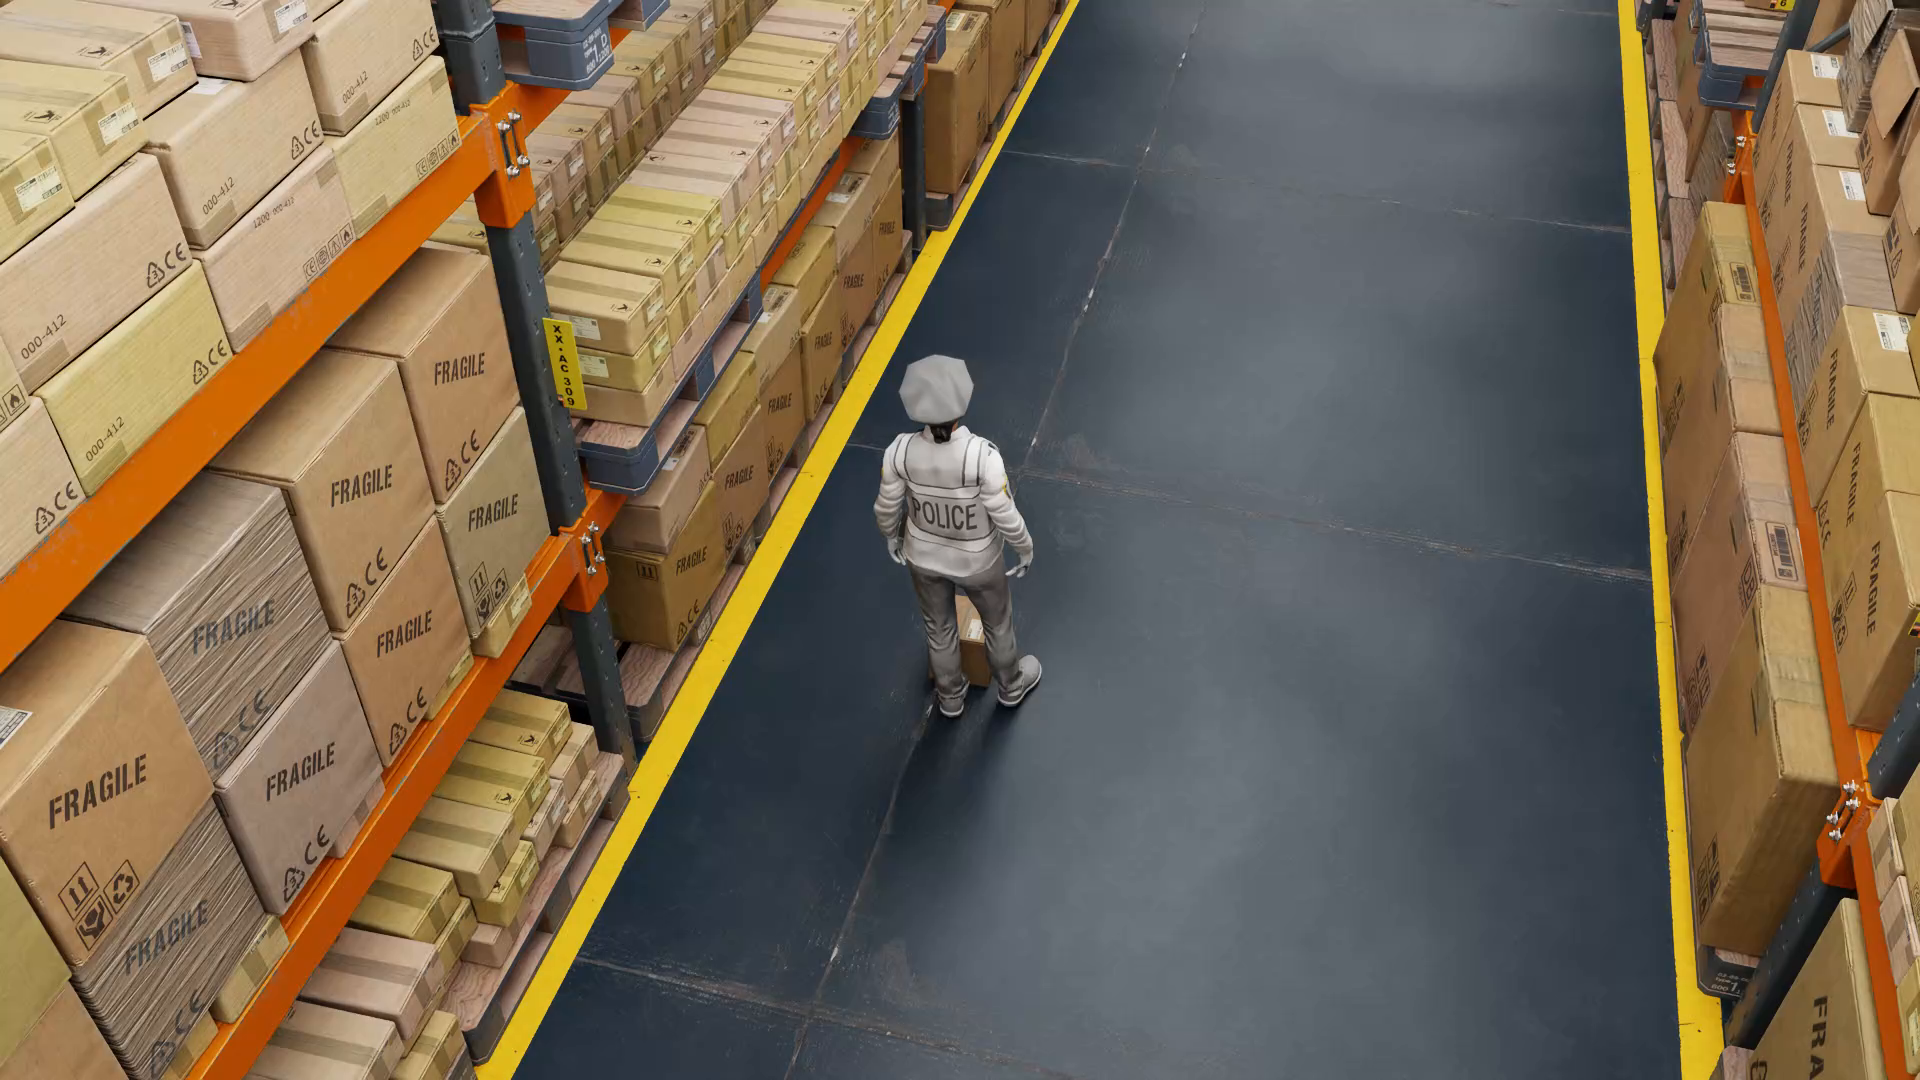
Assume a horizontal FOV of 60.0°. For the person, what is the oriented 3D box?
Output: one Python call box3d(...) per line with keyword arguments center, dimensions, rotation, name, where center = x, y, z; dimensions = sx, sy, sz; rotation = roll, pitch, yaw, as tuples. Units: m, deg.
box3d(center=(-0.002, -0.006, 6.127), dimensions=(0.587, 1.694, 0.530), rotation=(10, 42, 11), name="person")
